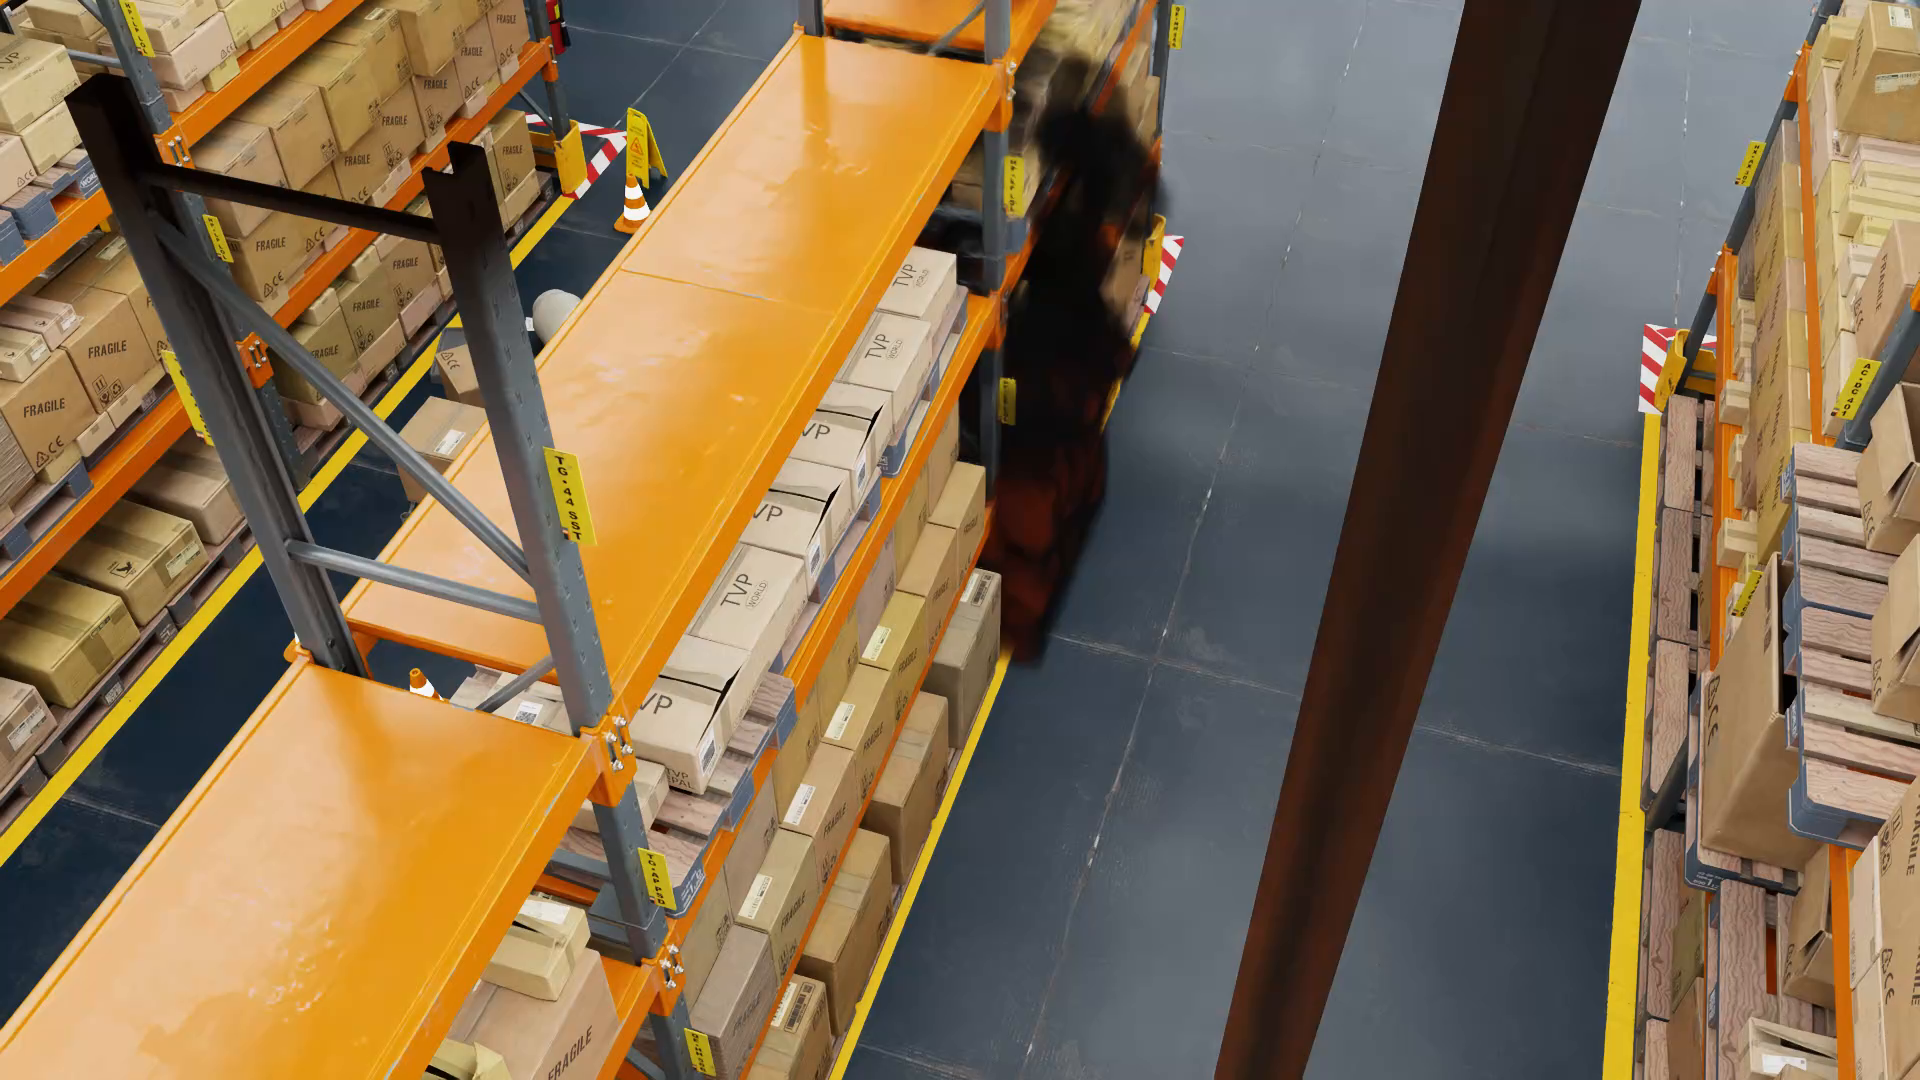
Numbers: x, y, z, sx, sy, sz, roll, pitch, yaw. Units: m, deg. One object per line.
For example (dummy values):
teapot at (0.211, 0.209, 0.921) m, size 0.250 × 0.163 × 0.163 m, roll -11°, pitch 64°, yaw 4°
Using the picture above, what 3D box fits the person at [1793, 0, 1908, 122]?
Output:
person at (7.473, -4.136, 14.046) m, size 0.590 × 1.722 × 0.738 m, roll -33°, pitch 54°, yaw -28°
